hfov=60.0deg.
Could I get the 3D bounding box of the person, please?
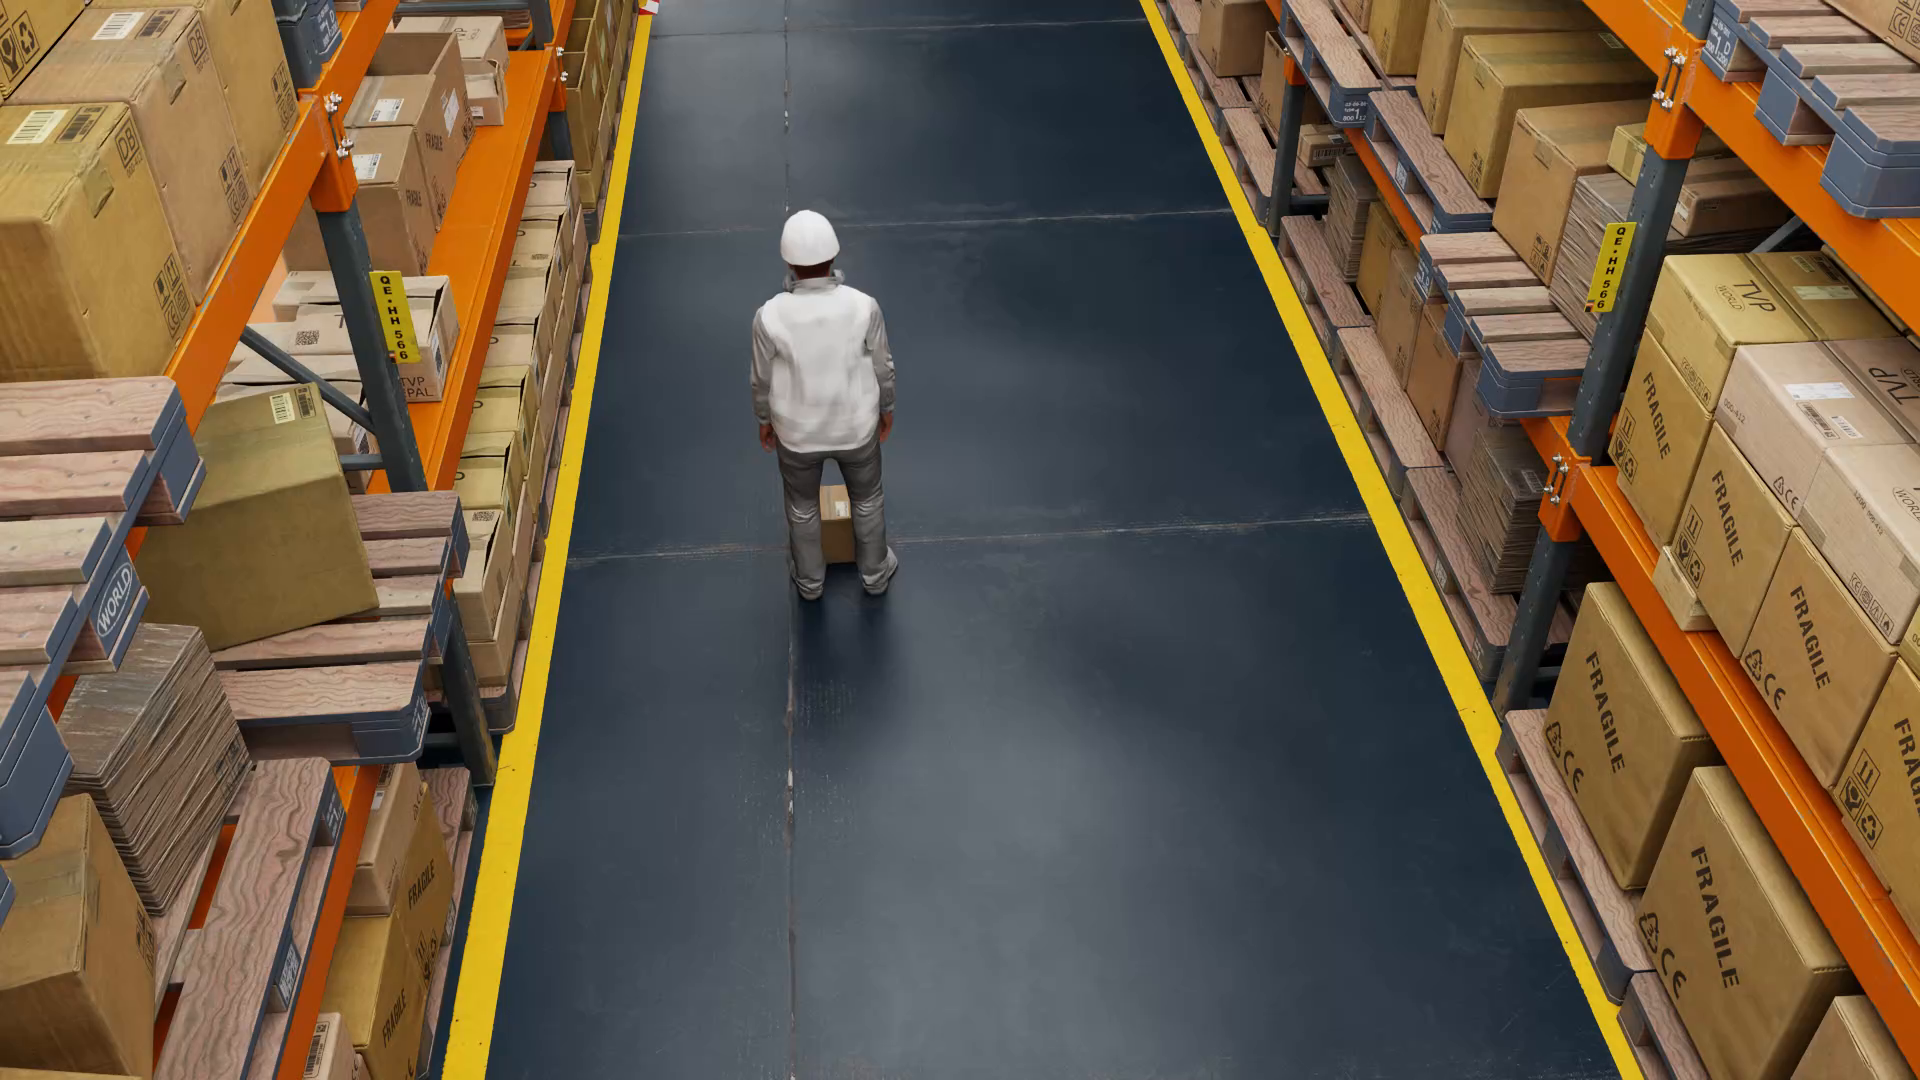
[{"bbox_3d":[-0.547,-0.497,6.750,0.576,1.770,0.463,-5,39,-6],"label":"person"}]
